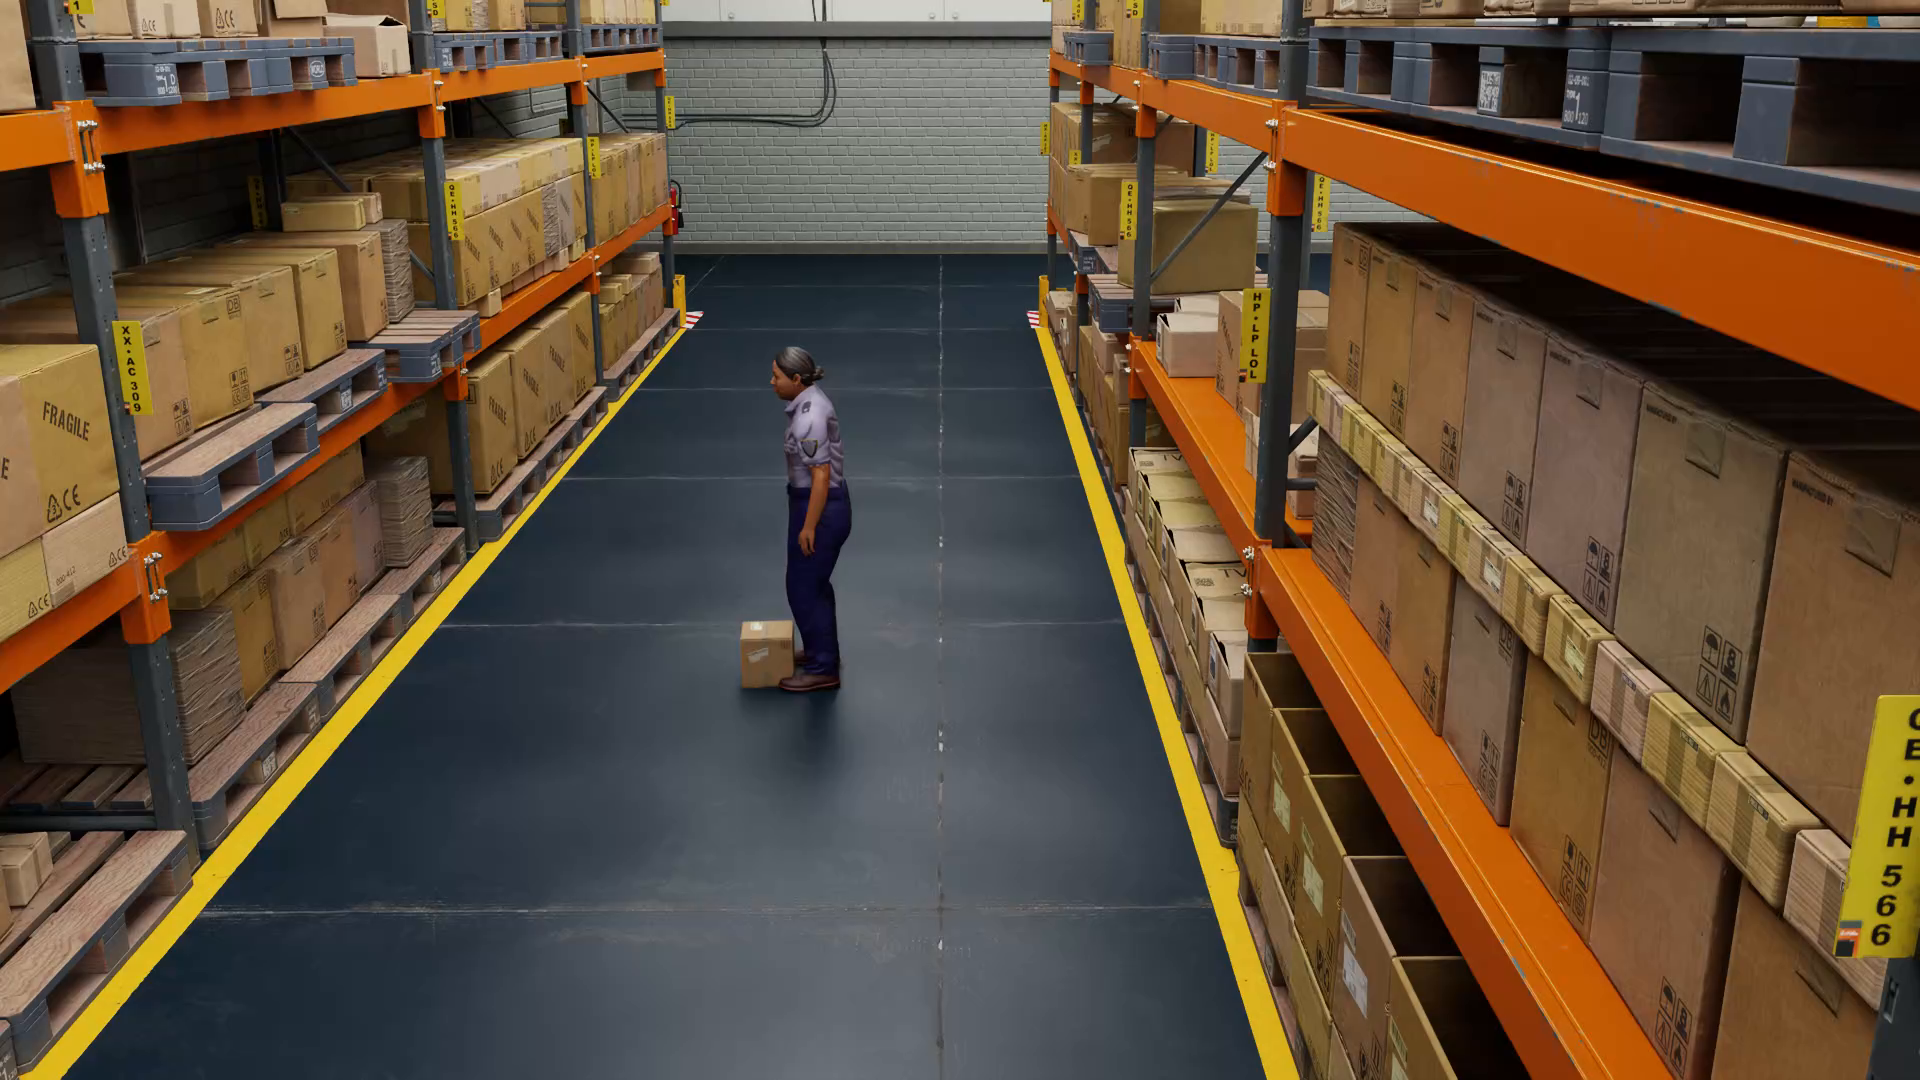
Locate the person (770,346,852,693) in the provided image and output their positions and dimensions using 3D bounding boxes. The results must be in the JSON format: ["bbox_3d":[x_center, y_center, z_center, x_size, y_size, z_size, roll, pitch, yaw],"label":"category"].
[{"bbox_3d":[-0.702,-0.116,7.934,0.369,1.650,0.550,-1,17,-3],"label":"person"}]
